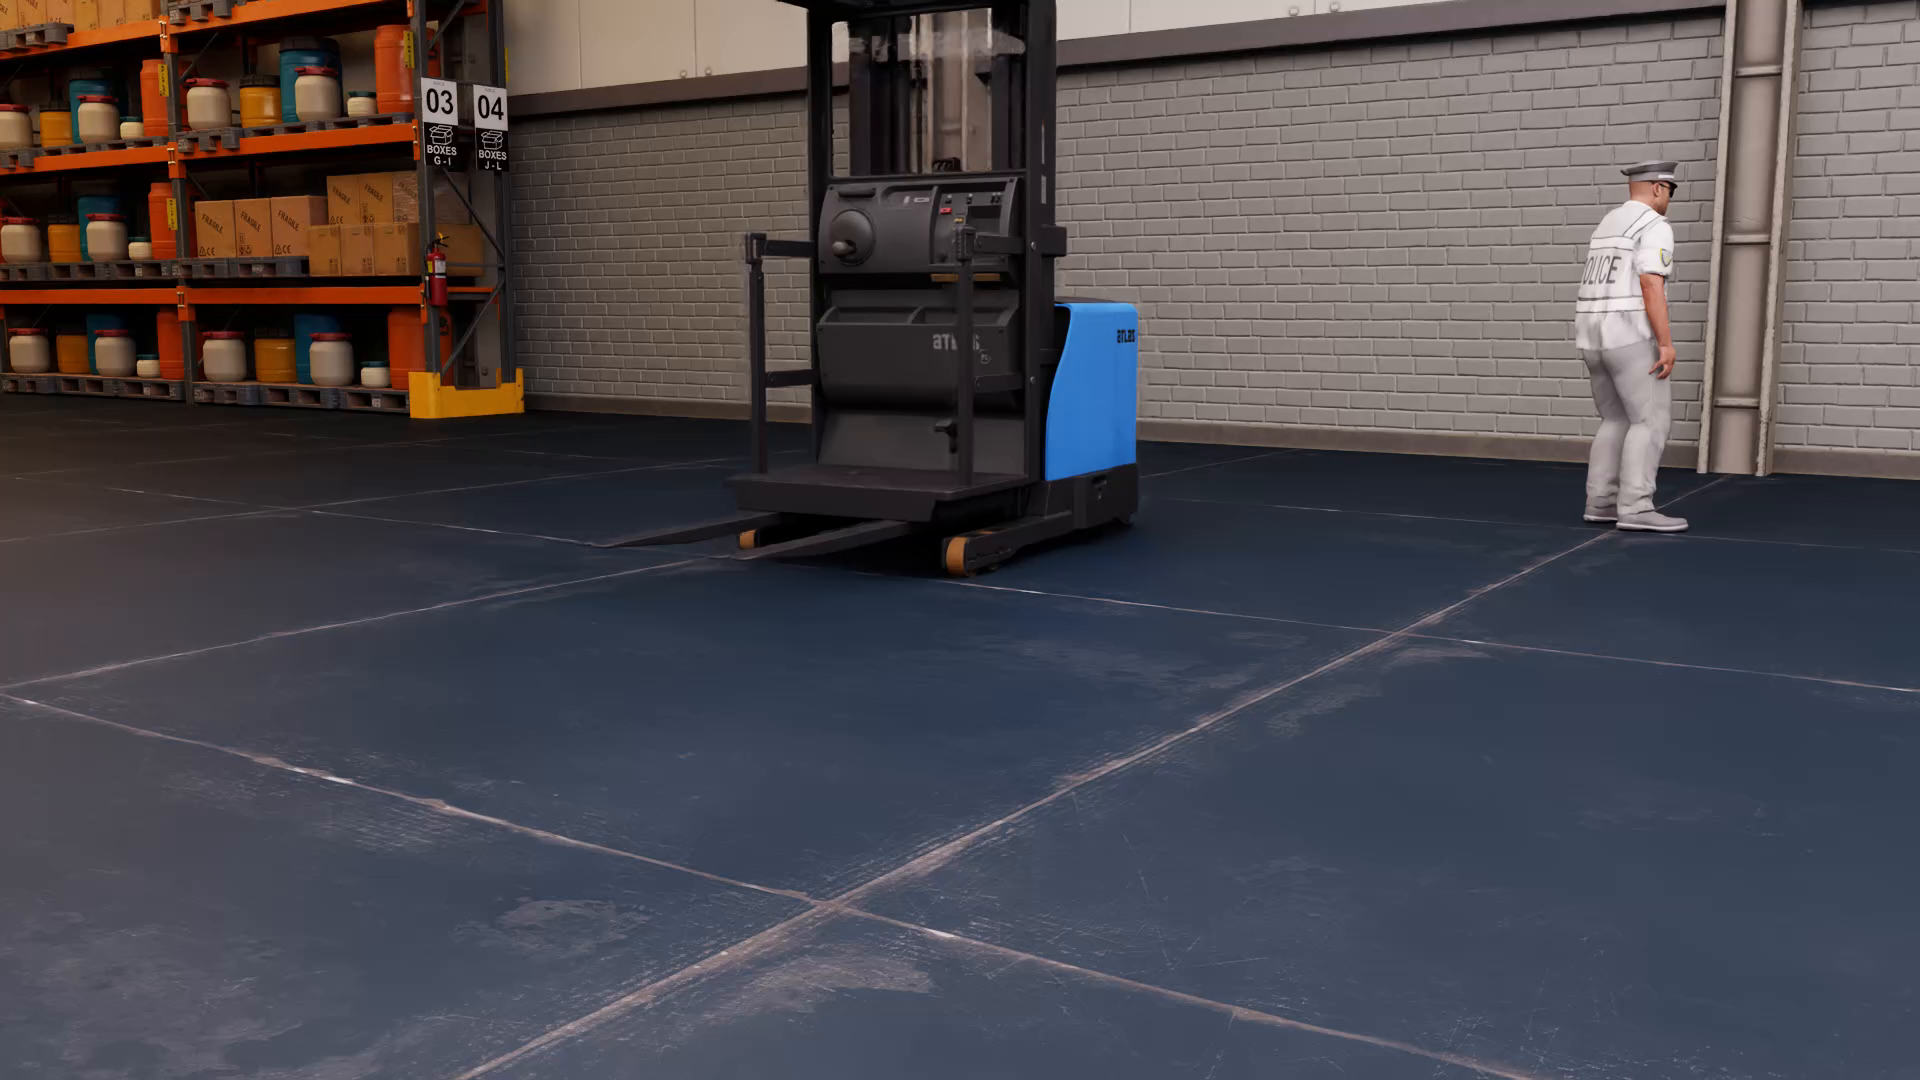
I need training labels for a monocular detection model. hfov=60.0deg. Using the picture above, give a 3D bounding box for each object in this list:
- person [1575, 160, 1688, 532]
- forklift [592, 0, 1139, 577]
[{"bbox_3d":[3.206,-0.937,7.980,0.442,1.746,0.590,-1,8,-10],"label":"person"},{"bbox_3d":[-0.286,-1.375,6.861,1.130,2.935,3.031,4,9,28],"label":"forklift"}]
